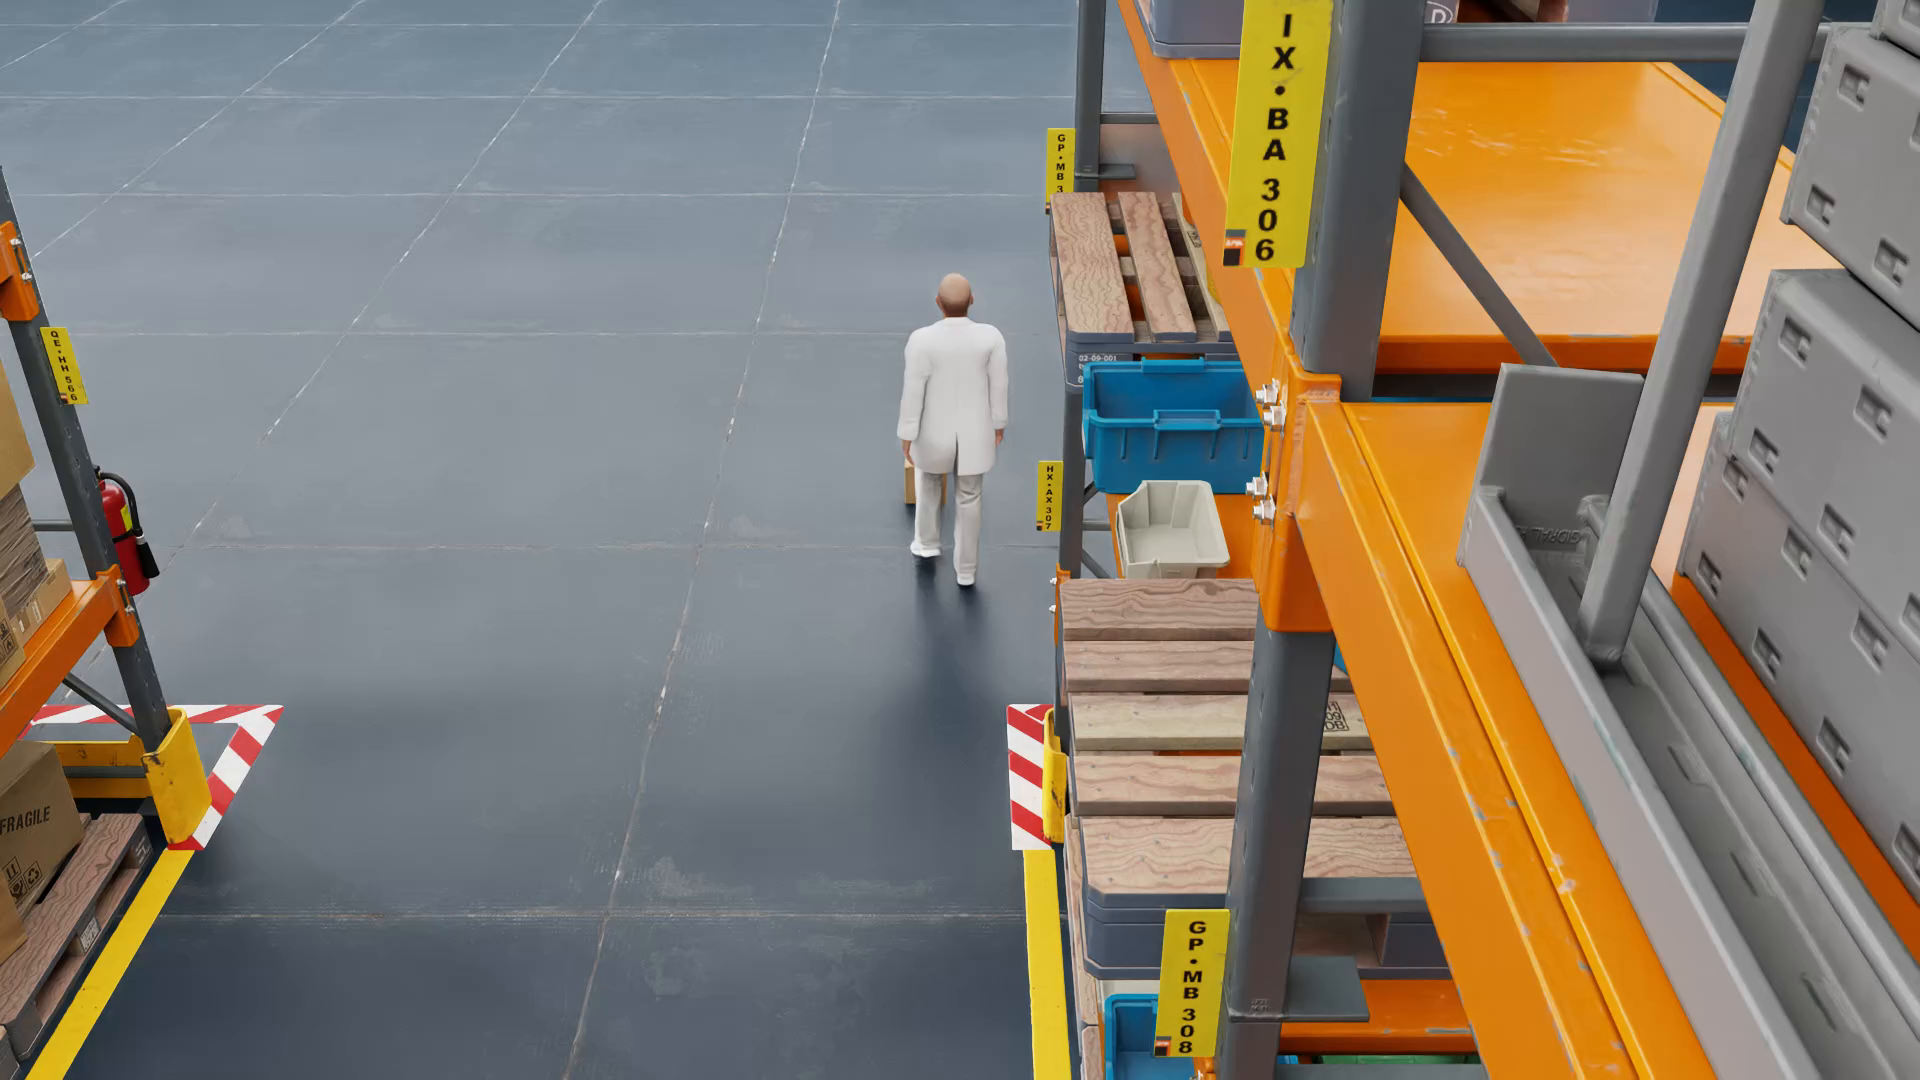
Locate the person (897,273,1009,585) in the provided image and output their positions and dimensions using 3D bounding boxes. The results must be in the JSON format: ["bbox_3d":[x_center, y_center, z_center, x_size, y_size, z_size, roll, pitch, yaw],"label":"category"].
[{"bbox_3d":[-0.048,-0.612,9.007,0.613,1.848,0.592,-3,31,-5],"label":"person"}]
